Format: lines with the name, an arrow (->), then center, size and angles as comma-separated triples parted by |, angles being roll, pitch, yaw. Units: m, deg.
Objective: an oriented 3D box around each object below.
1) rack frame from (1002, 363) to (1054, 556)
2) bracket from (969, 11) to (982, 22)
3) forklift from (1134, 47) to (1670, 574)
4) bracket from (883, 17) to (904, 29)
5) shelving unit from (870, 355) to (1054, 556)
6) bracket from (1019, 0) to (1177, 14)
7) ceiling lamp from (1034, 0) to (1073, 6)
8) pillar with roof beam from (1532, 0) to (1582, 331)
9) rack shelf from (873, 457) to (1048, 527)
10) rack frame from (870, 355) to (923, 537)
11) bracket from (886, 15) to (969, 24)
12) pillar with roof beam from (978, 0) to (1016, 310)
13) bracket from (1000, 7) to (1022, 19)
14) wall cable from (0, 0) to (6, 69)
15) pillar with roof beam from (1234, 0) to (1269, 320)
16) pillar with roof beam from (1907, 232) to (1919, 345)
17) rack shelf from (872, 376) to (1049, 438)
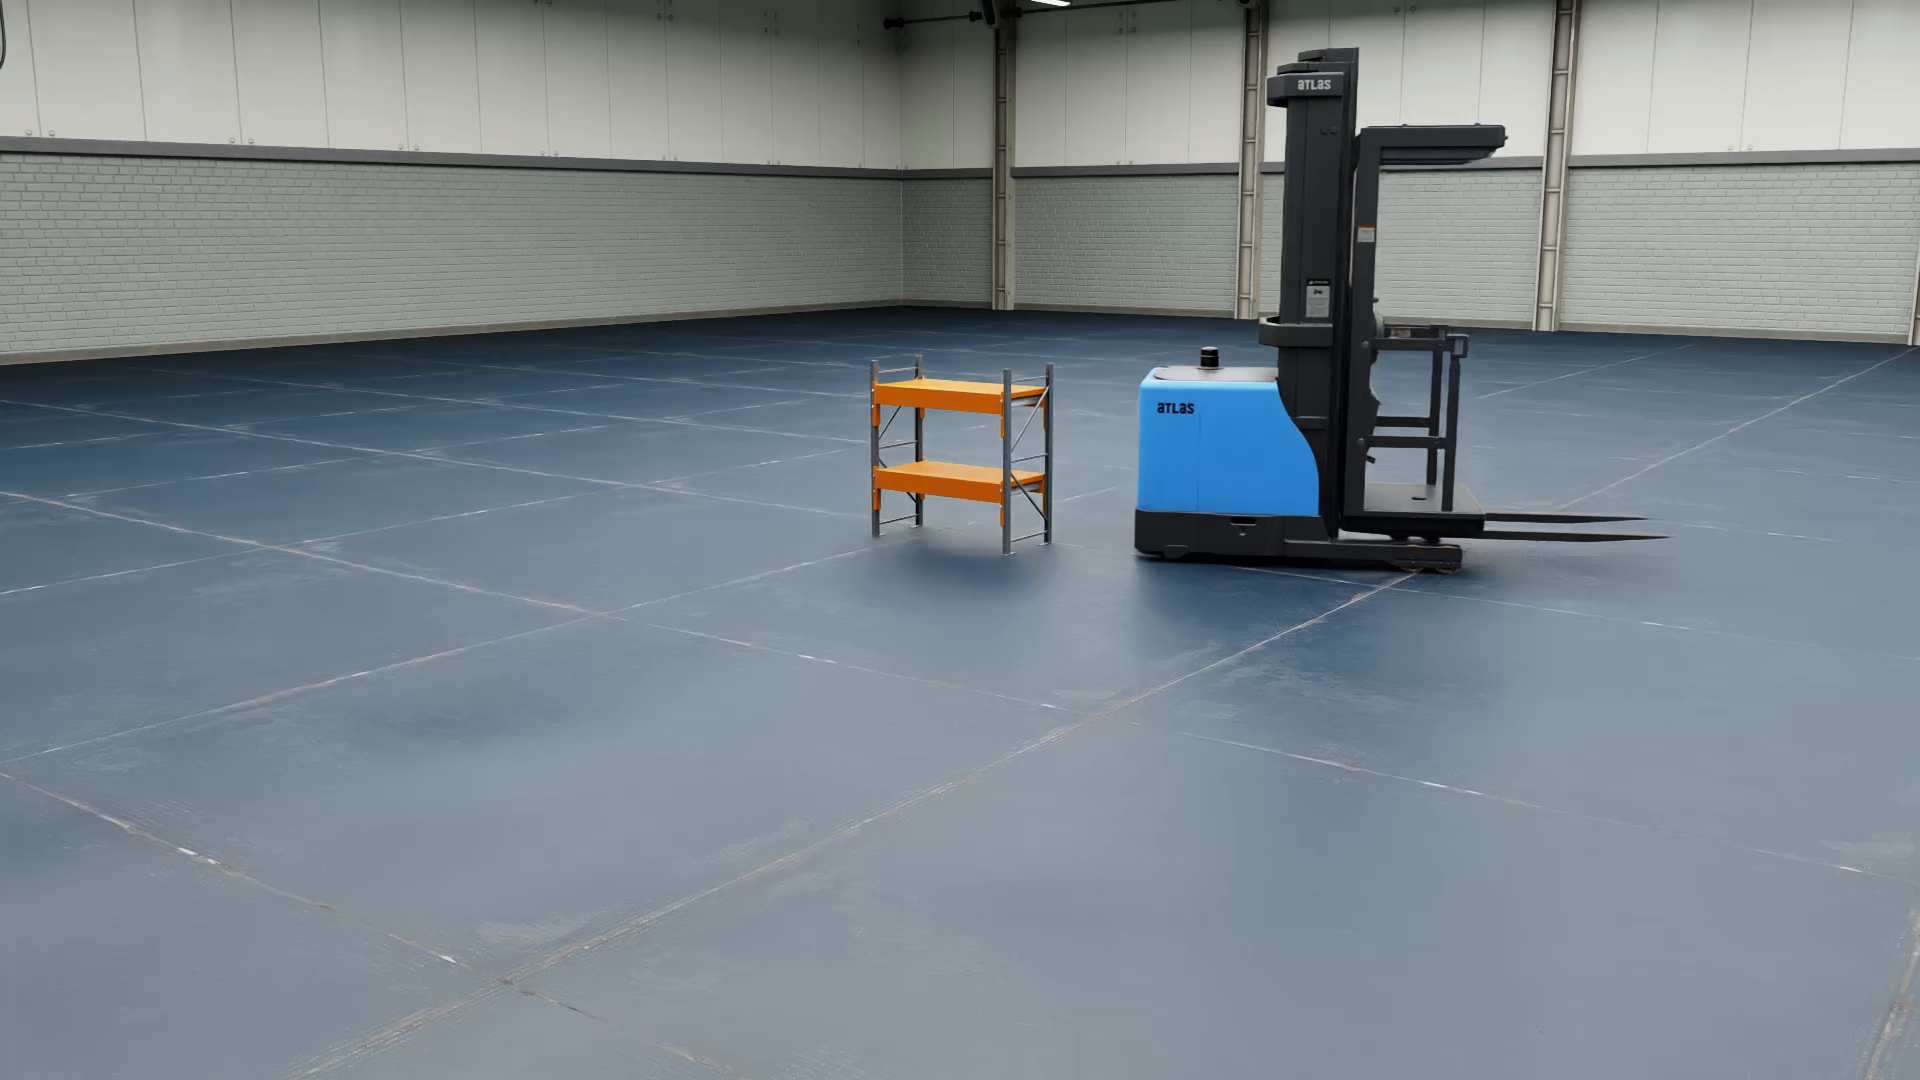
rack frame -> 0.415, -0.494, 10.124 | 0.032, 1.125, 0.500 | 8, 13, 36
bracket -> 0.426, -11.336, 35.957 | 0.430, 0.232, 0.235 | 8, 13, 36
forklift -> 2.607, -1.352, 9.803 | 3.031, 2.935, 1.130 | 2, 11, 10
bracket -> -1.485, -11.602, 37.334 | 0.430, 0.232, 0.235 | 8, 13, 36
shelving unit -> 0.005, -0.552, 10.419 | 1.048, 1.125, 0.538 | 8, 13, 36
bracket -> 3.171, -10.953, 33.977 | 4.783, 0.066, 0.076 | 8, 13, 36
ceiling lamp -> 1.148, -11.248, 29.613 | 0.800, 3.185, 2.000 | 8, 13, 36
pillar with roof beam -> 8.094, -7.568, 25.958 | 0.400, 9.000, 9.100 | 8, 13, 36
rack shelf -> 0.005, -0.311, 10.465 | 1.000, 0.278, 0.538 | 8, 13, 36
rack frame -> -0.404, -0.609, 10.714 | 0.032, 1.125, 0.500 | 8, 13, 36
bracket -> -1.009, -11.536, 36.991 | 3.189, 0.066, 0.076 | 8, 13, 36
pillar with roof beam -> -1.578, -8.917, 32.932 | 0.548, 9.000, 9.100 | 8, 13, 36
bracket -> 1.095, -11.243, 35.475 | 0.430, 0.232, 0.235 | 8, 13, 36
wall cable -> -13.635, -8.409, 21.350 | 0.169, 6.003, 2.305 | 8, 13, 36
pillar with roof beam -> 3.258, -8.243, 29.445 | 0.548, 9.000, 9.100 | 8, 13, 36
pillar with roof beam -> 12.930, -6.894, 22.471 | 0.400, 9.000, 9.100 | 8, 13, 36
rack shelf -> 0.005, -0.839, 10.363 | 1.000, 0.278, 0.538 | 8, 13, 36
